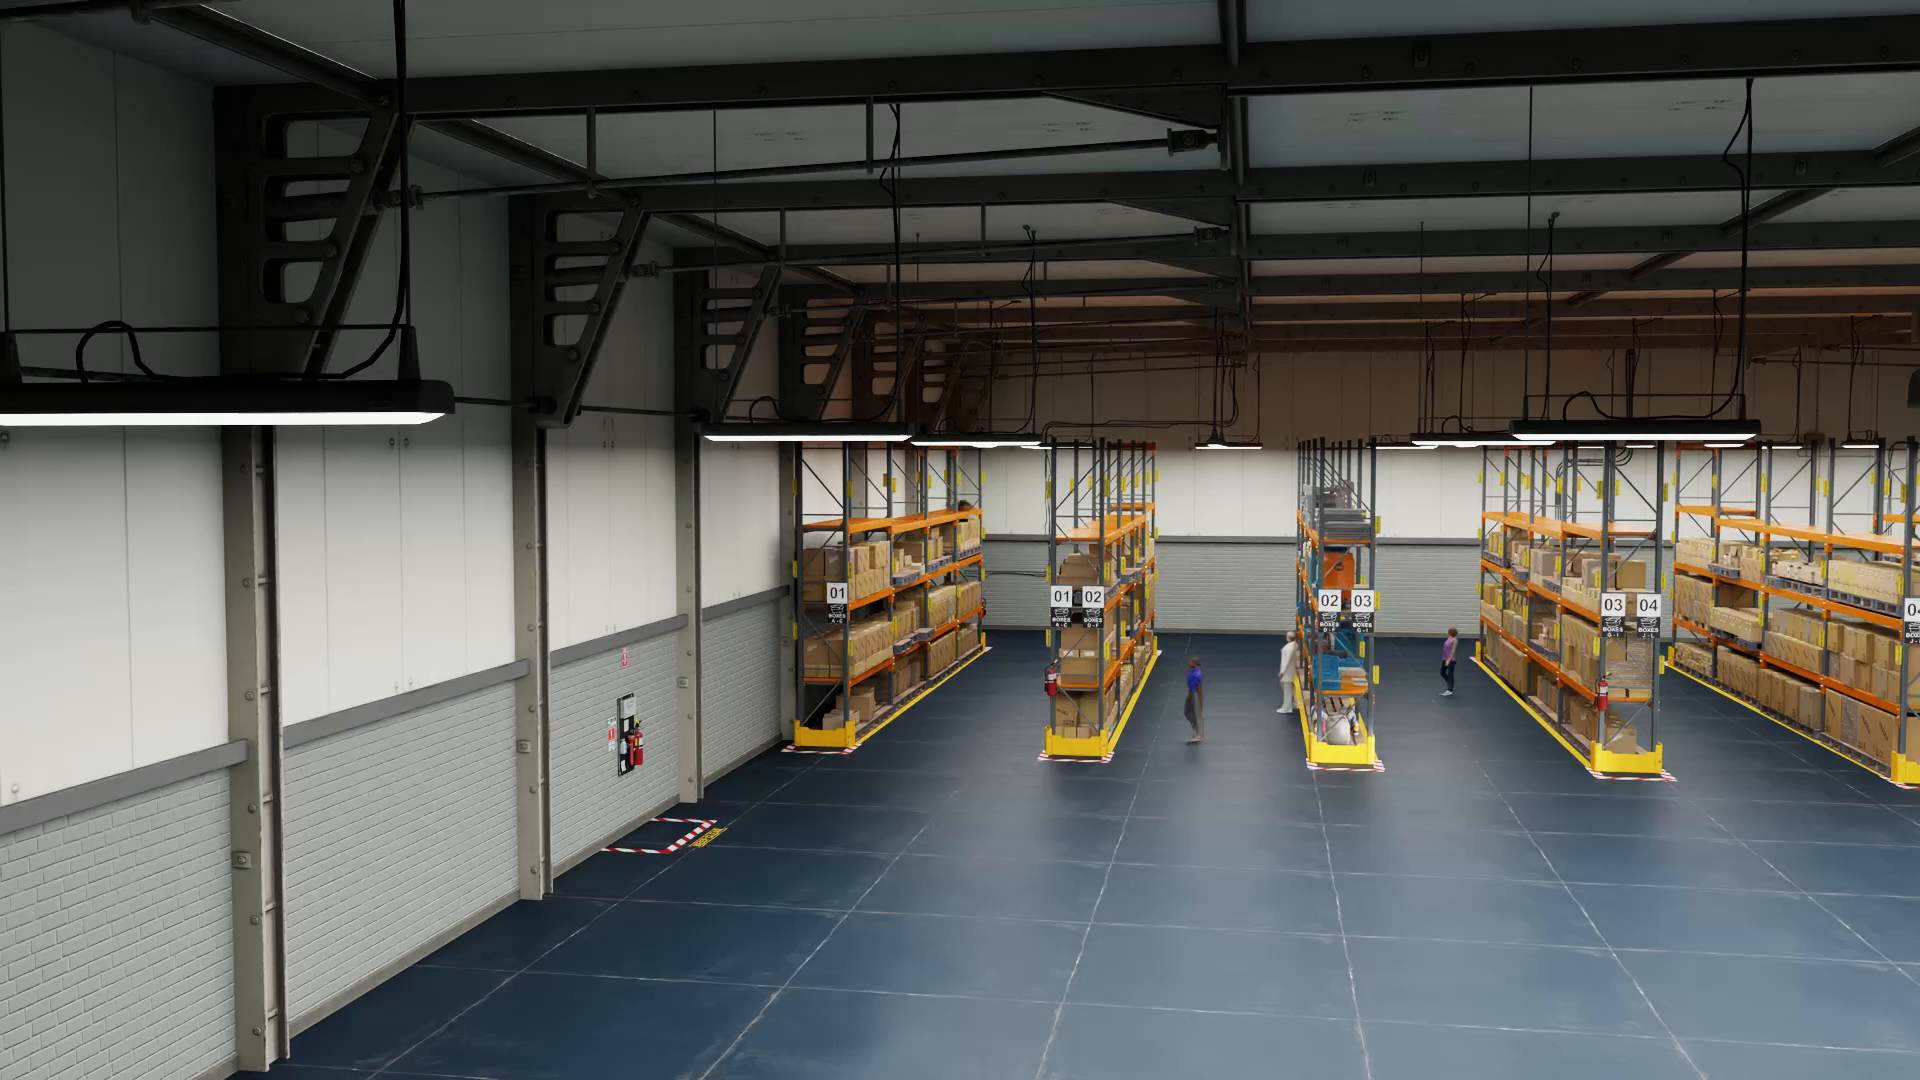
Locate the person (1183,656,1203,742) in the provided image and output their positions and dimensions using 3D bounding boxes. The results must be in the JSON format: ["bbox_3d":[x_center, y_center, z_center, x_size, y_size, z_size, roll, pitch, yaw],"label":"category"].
[{"bbox_3d":[4.680,3.138,33.000,0.391,1.676,0.565,-1,3,-11],"label":"person"}]

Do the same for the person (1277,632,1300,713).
[{"bbox_3d":[7.238,2.898,36.585,0.506,1.782,0.662,1,3,12],"label":"person"}]

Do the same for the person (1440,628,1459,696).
[{"bbox_3d":[11.520,2.861,39.199,0.404,1.613,0.499,-1,3,-15],"label":"person"}]
